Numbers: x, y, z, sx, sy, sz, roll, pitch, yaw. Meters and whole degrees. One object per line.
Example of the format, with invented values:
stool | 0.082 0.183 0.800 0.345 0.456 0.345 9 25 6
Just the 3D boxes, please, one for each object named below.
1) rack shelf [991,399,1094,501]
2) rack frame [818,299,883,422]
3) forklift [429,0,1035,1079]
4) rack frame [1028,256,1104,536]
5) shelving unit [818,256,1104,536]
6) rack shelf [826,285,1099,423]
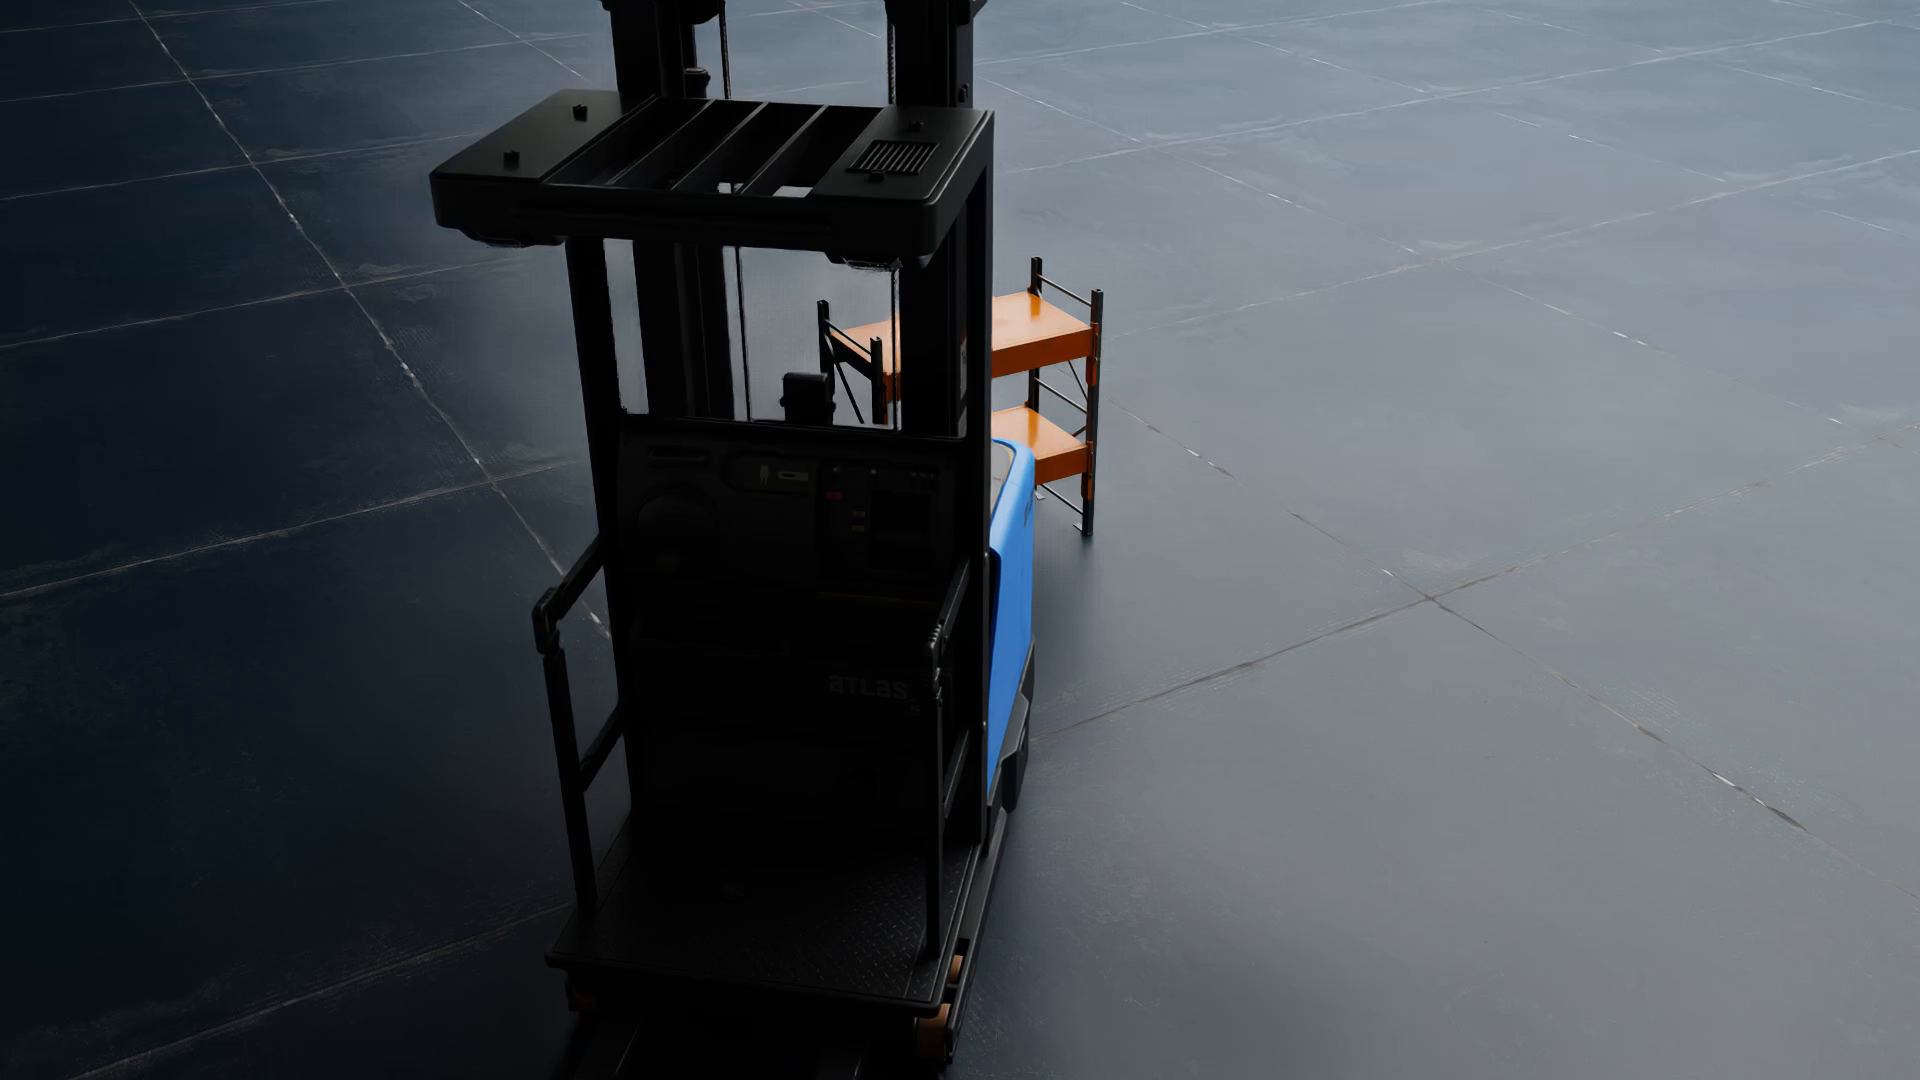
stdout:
rack shelf | 0.006 -0.280 7.099 1.000 0.278 0.538 -16 33 -26
rack frame | -0.432 -0.370 6.756 0.032 1.125 0.500 -16 33 -26
forklift | -0.506 -0.028 4.267 1.130 2.935 3.031 5 29 9
rack frame | 0.444 -0.619 7.207 0.032 1.125 0.500 -16 33 -26
shelving unit | 0.006 -0.494 6.981 1.048 1.125 0.538 -16 33 -26
rack shelf | 0.006 -0.750 6.840 1.000 0.278 0.538 -16 33 -26
